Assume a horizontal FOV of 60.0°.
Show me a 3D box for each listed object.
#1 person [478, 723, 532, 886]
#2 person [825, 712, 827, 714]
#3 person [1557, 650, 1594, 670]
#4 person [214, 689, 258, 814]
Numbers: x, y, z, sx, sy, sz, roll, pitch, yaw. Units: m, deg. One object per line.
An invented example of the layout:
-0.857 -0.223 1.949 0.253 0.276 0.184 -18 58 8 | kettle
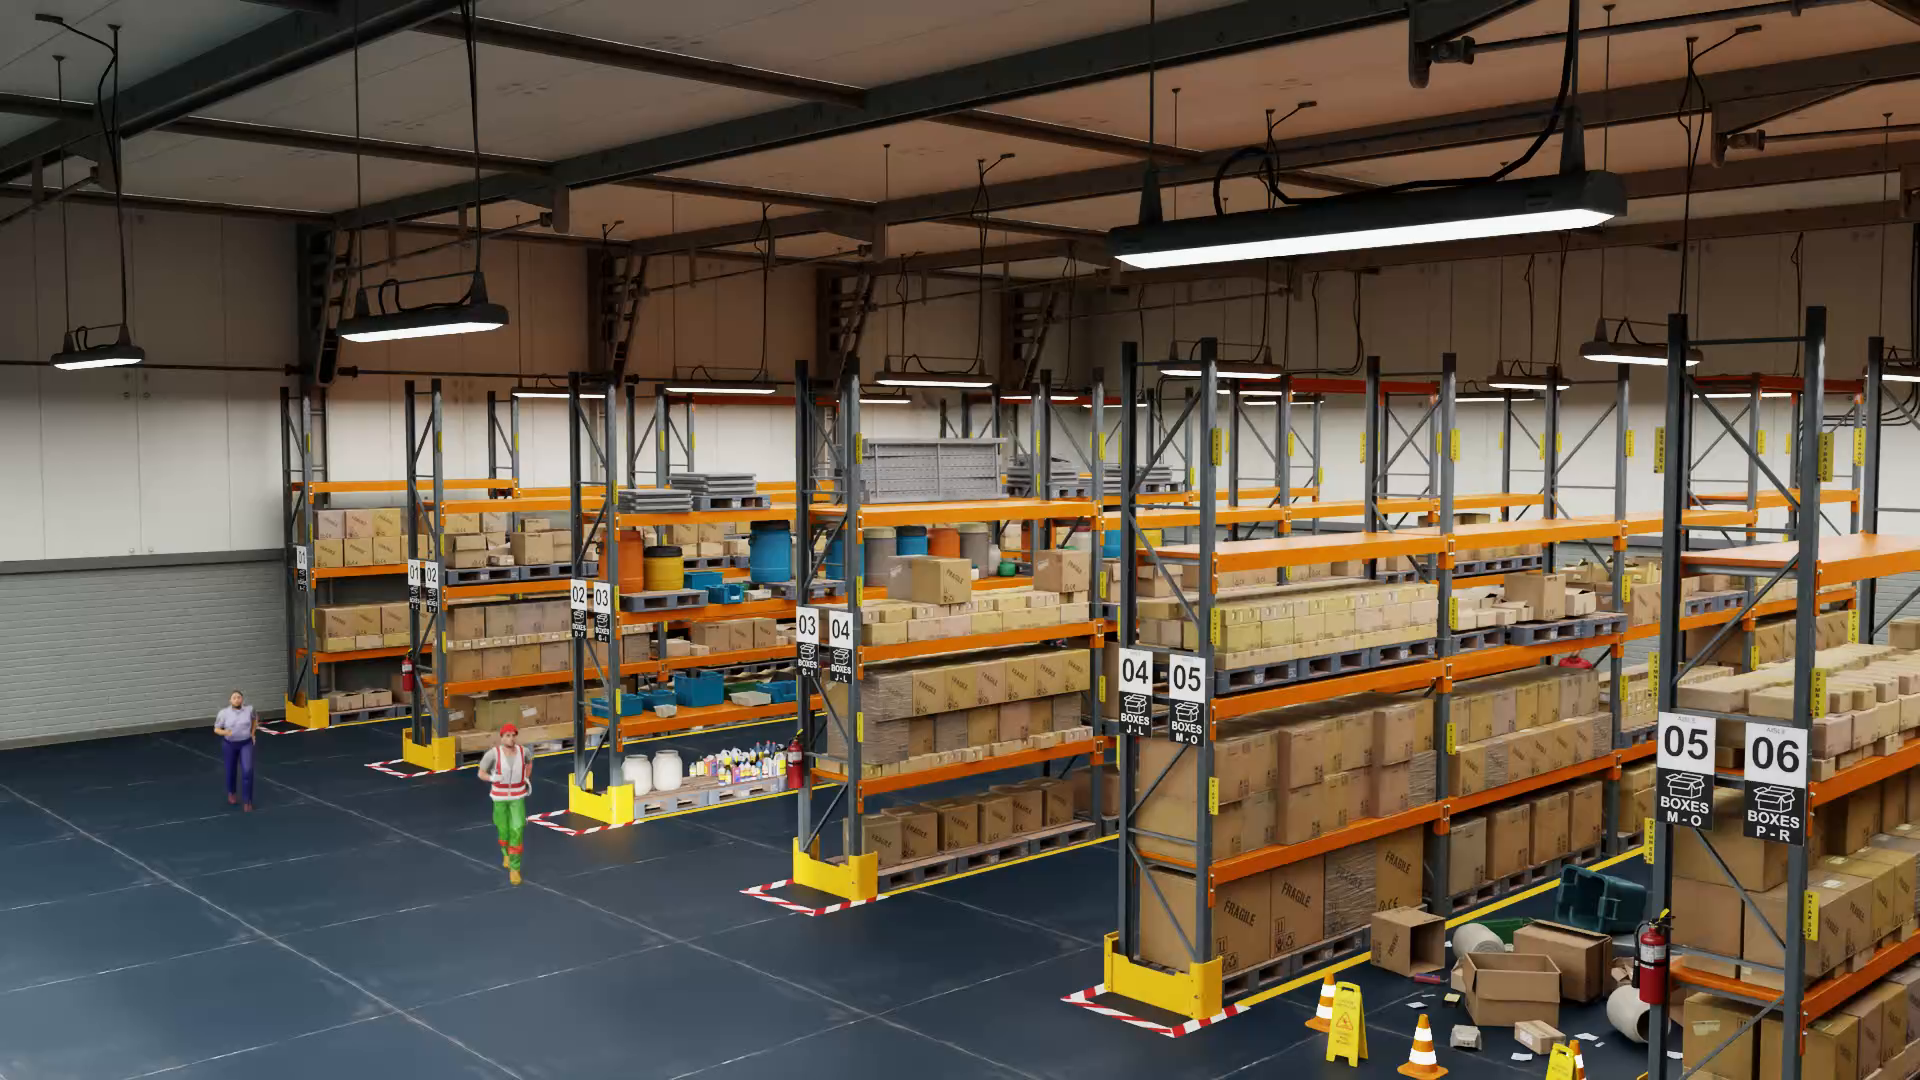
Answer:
-5.279 3.029 19.345 0.627 1.821 0.888 -1 4 -18 | person
-2.095 2.478 28.427 0.632 1.784 0.698 3 5 43 | person
10.221 2.563 27.688 0.666 1.683 0.602 2 4 31 | person
-9.954 2.891 22.897 0.564 1.699 0.836 -2 4 -25 | person
